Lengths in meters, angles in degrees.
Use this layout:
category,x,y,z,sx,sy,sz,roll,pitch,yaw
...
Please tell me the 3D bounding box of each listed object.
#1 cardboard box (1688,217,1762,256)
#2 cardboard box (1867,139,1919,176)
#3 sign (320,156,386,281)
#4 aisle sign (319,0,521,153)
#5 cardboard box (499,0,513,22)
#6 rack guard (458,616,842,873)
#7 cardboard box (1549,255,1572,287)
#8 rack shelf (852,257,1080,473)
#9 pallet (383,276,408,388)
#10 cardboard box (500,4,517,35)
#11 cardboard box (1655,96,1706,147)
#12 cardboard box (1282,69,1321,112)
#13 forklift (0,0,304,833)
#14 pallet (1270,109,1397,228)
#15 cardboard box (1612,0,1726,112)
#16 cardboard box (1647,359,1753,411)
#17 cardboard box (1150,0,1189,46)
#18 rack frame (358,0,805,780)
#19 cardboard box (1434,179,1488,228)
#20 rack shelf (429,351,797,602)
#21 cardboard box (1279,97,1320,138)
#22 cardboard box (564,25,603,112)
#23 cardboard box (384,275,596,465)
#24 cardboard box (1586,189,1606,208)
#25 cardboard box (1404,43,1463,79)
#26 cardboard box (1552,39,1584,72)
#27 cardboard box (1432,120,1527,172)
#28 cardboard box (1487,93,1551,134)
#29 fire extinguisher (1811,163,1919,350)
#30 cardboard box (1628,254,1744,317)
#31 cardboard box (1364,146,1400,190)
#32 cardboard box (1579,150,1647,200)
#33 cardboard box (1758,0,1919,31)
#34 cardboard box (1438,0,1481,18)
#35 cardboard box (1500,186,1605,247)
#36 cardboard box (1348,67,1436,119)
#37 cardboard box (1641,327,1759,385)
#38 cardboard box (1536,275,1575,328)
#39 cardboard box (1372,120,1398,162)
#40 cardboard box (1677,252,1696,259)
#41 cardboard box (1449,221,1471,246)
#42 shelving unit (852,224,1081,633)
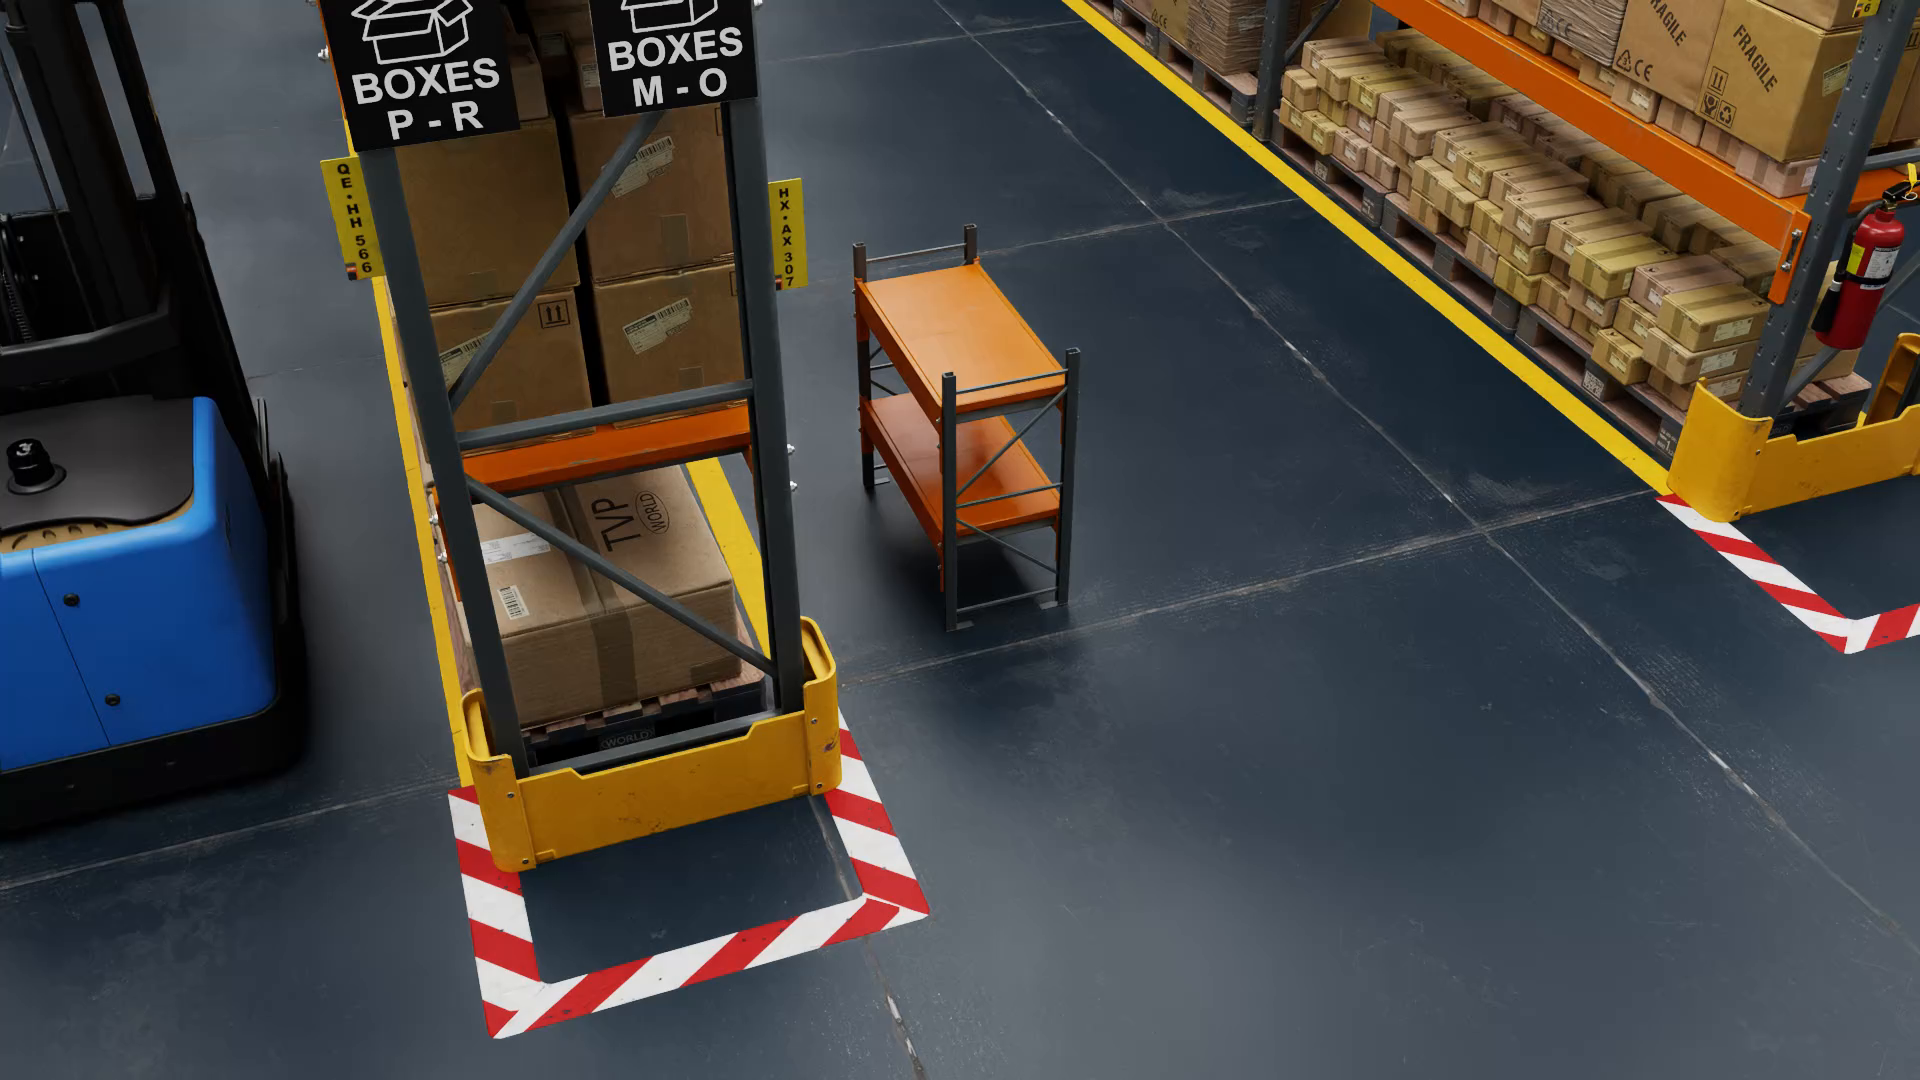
category,x,y,z,sx,sy,sz,roll,pitch,yaw
cardboard box,3.578,-1.365,7.595,0.380,0.149,0.250,-13,39,-16
cardboard box,3.810,-1.583,6.567,0.380,0.149,0.250,-13,39,-16
sign,-1.514,-0.803,4.164,0.100,0.325,0.005,-12,39,-16
aisle sign,-1.266,-1.284,3.801,0.394,0.787,0.004,-12,39,-16
cardboard box,-1.266,-1.699,5.599,0.500,0.500,0.500,-13,39,-16
rack guard,-0.991,0.662,5.456,1.175,0.500,0.348,-12,39,-16
cardboard box,2.988,-1.285,7.737,0.380,0.149,0.250,-13,39,-16
rack shelf,0.002,-0.679,6.230,0.538,0.278,1.000,-12,39,-16
pallet,-2.188,-1.050,7.969,1.003,0.211,1.213,-12,39,-16
cardboard box,-1.421,-1.348,4.594,0.380,0.149,0.250,-12,39,-15
cardboard box,3.085,-1.744,6.781,0.380,0.149,0.250,-13,39,-16
cardboard box,2.061,-2.569,9.440,0.380,0.149,0.250,-11,38,-14
forklift,-3.254,-1.104,5.780,1.130,2.935,3.031,-13,39,-16
pallet,2.501,-2.206,9.503,1.003,0.211,1.213,-12,39,-16
cardboard box,3.045,-2.084,6.693,0.500,0.500,0.500,-13,39,-17
cardboard box,3.237,-0.715,7.227,0.380,0.149,0.250,-12,39,-15
cardboard box,1.570,-3.517,10.655,0.500,0.500,0.500,-13,39,-17
rack frame,-0.999,-0.350,4.722,1.000,3.000,0.127,-12,39,-16
cardboard box,2.602,-1.701,8.288,0.380,0.149,0.250,-12,39,-15
rack shelf,-1.688,-1.193,6.438,1.077,0.370,4.000,-12,39,-16
cardboard box,2.061,-2.449,9.528,0.380,0.149,0.250,-14,39,-18
cardboard box,-0.862,-1.307,4.538,0.380,0.149,0.250,-12,39,-15
cardboard box,-1.414,-0.608,4.981,0.500,0.500,0.500,-12,39,-16
cardboard box,3.167,-1.658,8.231,0.380,0.149,0.250,-11,38,-14
cardboard box,2.729,-2.675,9.335,0.380,0.149,0.250,-12,39,-15
cardboard box,2.876,-2.203,7.391,0.380,0.149,0.250,-14,39,-18
cardboard box,2.627,-1.980,8.412,0.380,0.149,0.250,-14,39,-18
cardboard box,3.017,-2.240,8.756,0.380,0.149,0.250,-14,39,-18
fire extinguisher,3.267,-1.015,5.978,0.296,0.674,0.183,-12,39,-16
cardboard box,3.161,-1.099,7.242,0.380,0.149,0.250,-12,39,-15
cardboard box,2.421,-2.036,8.980,0.380,0.149,0.250,-13,39,-17
cardboard box,3.281,-1.805,8.179,0.380,0.149,0.250,-12,39,-15
cardboard box,3.223,-2.197,6.013,0.500,0.500,0.500,-13,39,-17
cardboard box,2.526,-2.630,7.957,0.380,0.149,0.250,-11,38,-14
cardboard box,2.778,-1.519,7.799,0.380,0.149,0.250,-11,38,-14
cardboard box,2.334,-2.420,8.996,0.380,0.149,0.250,-13,39,-17
cardboard box,3.164,-0.819,7.118,0.380,0.149,0.250,-13,39,-17
cardboard box,2.946,-1.144,7.796,0.380,0.149,0.250,-12,39,-15
cardboard box,2.441,-2.161,8.899,0.380,0.149,0.250,-14,39,-18
cardboard box,3.466,-1.216,7.644,0.380,0.149,0.250,-12,39,-15
cardboard box,2.708,-1.592,8.390,0.380,0.149,0.250,-11,38,-15
shelving unit,0.002,-0.445,6.407,0.538,1.125,1.048,-12,39,-16
